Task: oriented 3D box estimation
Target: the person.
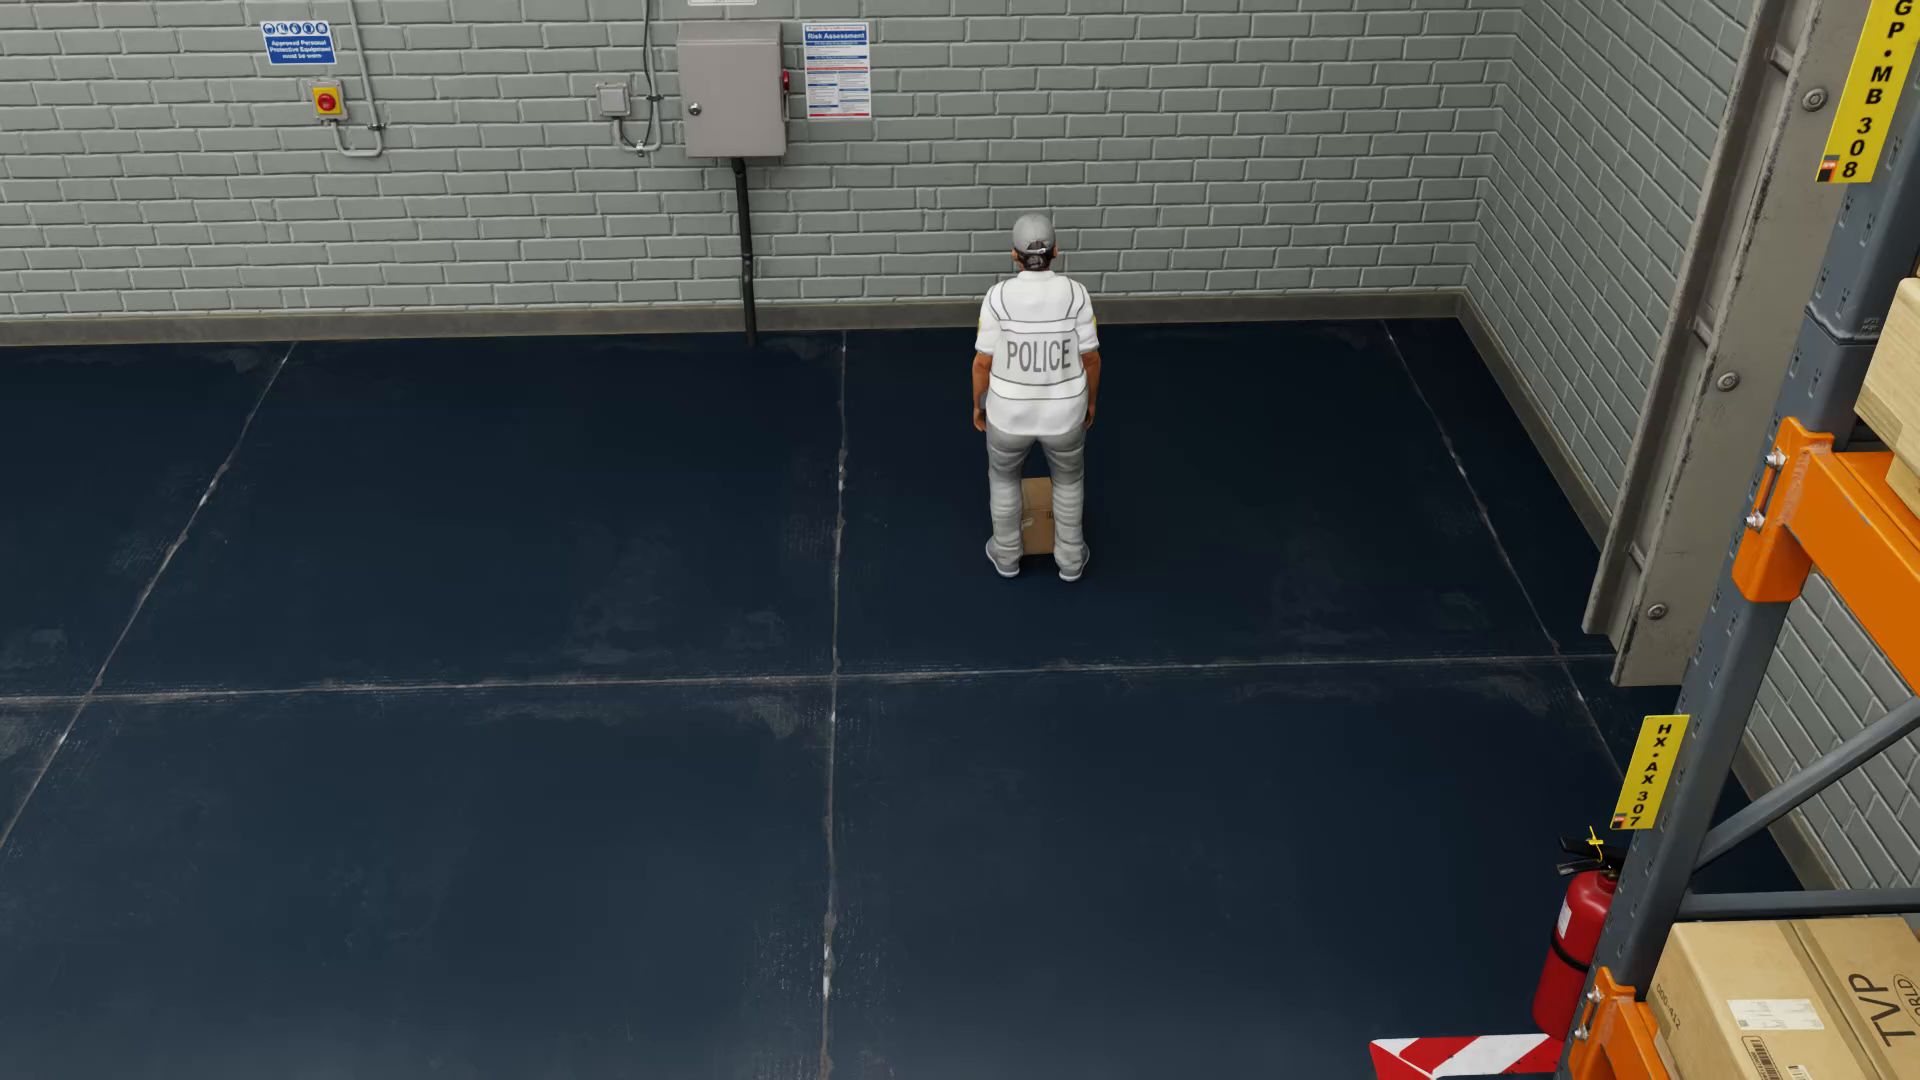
[{"bbox_3d":[0.317,-0.554,6.918,0.538,1.666,0.465,-1,35,-2],"label":"person"}]
